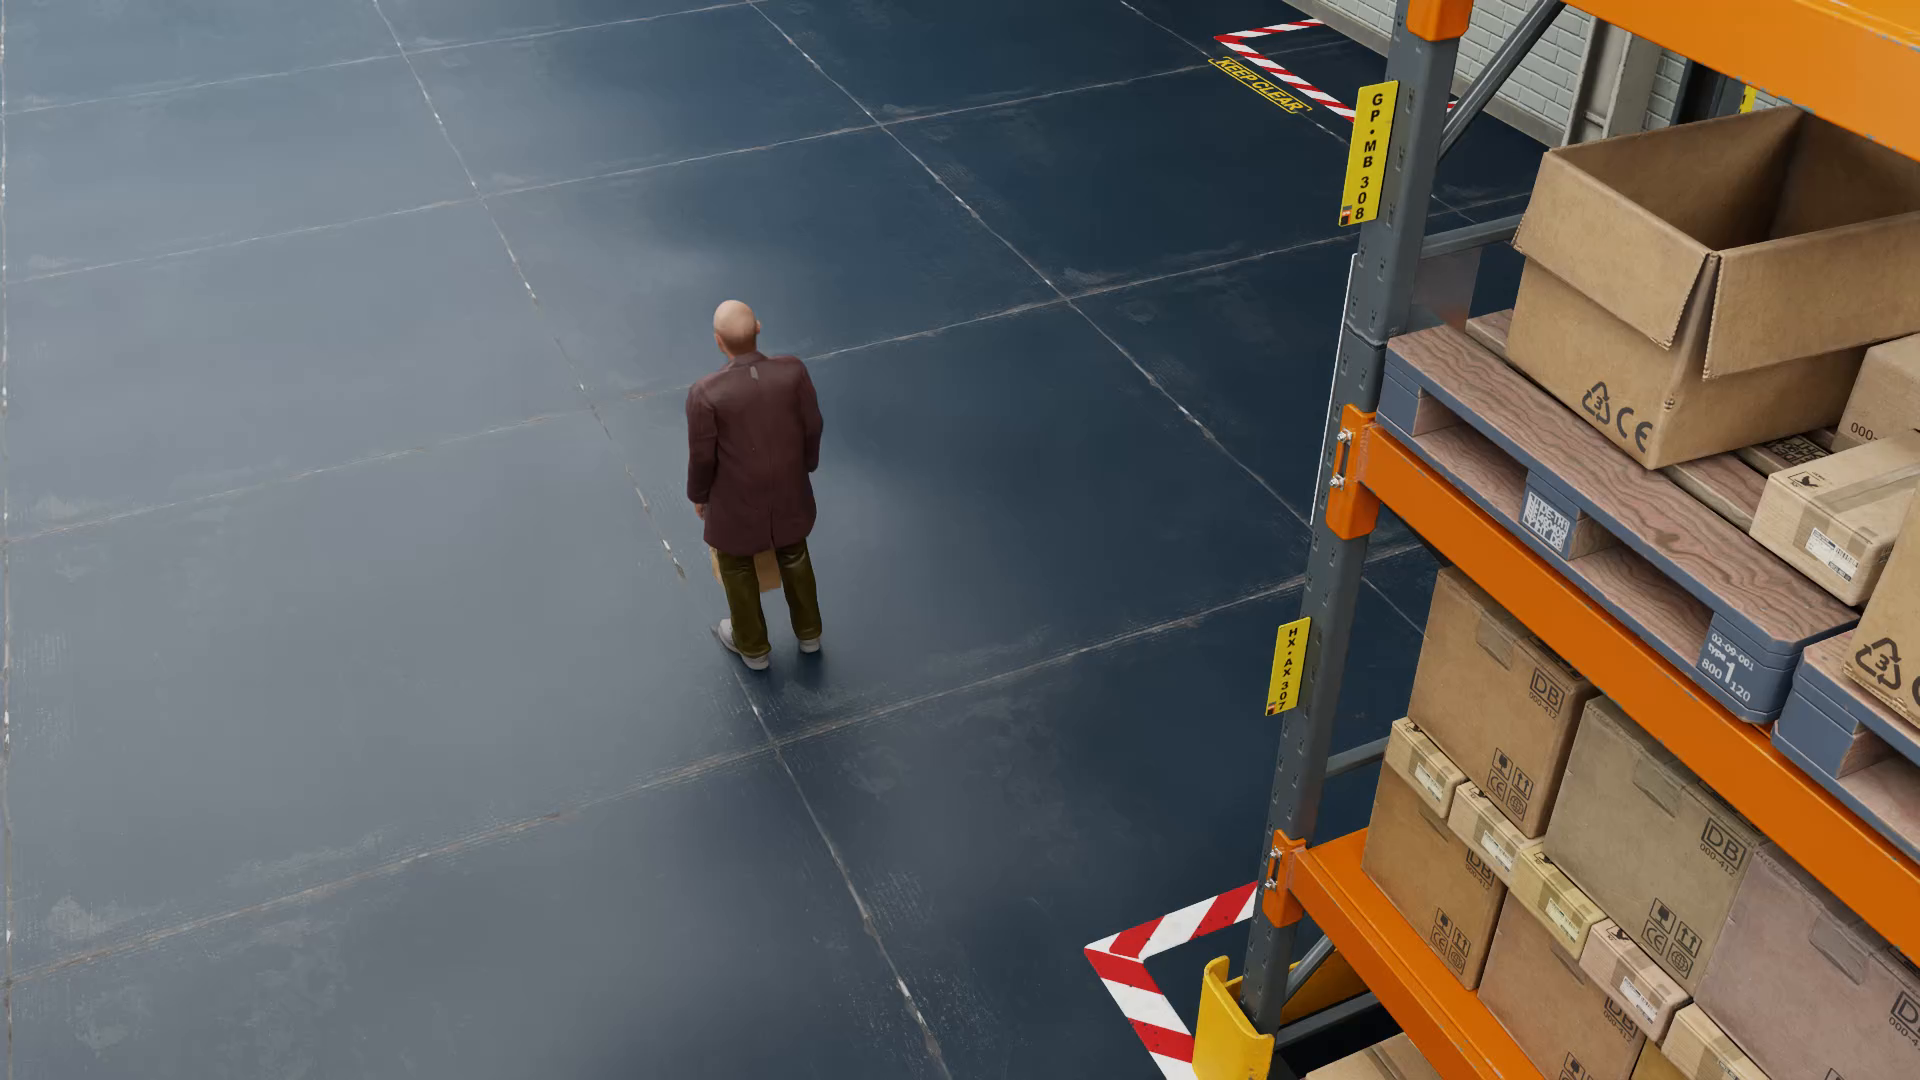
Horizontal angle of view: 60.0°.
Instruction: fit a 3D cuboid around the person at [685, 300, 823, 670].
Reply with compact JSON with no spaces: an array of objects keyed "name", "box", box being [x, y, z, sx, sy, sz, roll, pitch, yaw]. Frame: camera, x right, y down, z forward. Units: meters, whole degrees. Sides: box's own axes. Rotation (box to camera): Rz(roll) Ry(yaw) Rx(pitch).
[{"name":"person","box":[-0.879,-0.225,7.169,0.601,1.775,0.425,-17,40,-21]}]
